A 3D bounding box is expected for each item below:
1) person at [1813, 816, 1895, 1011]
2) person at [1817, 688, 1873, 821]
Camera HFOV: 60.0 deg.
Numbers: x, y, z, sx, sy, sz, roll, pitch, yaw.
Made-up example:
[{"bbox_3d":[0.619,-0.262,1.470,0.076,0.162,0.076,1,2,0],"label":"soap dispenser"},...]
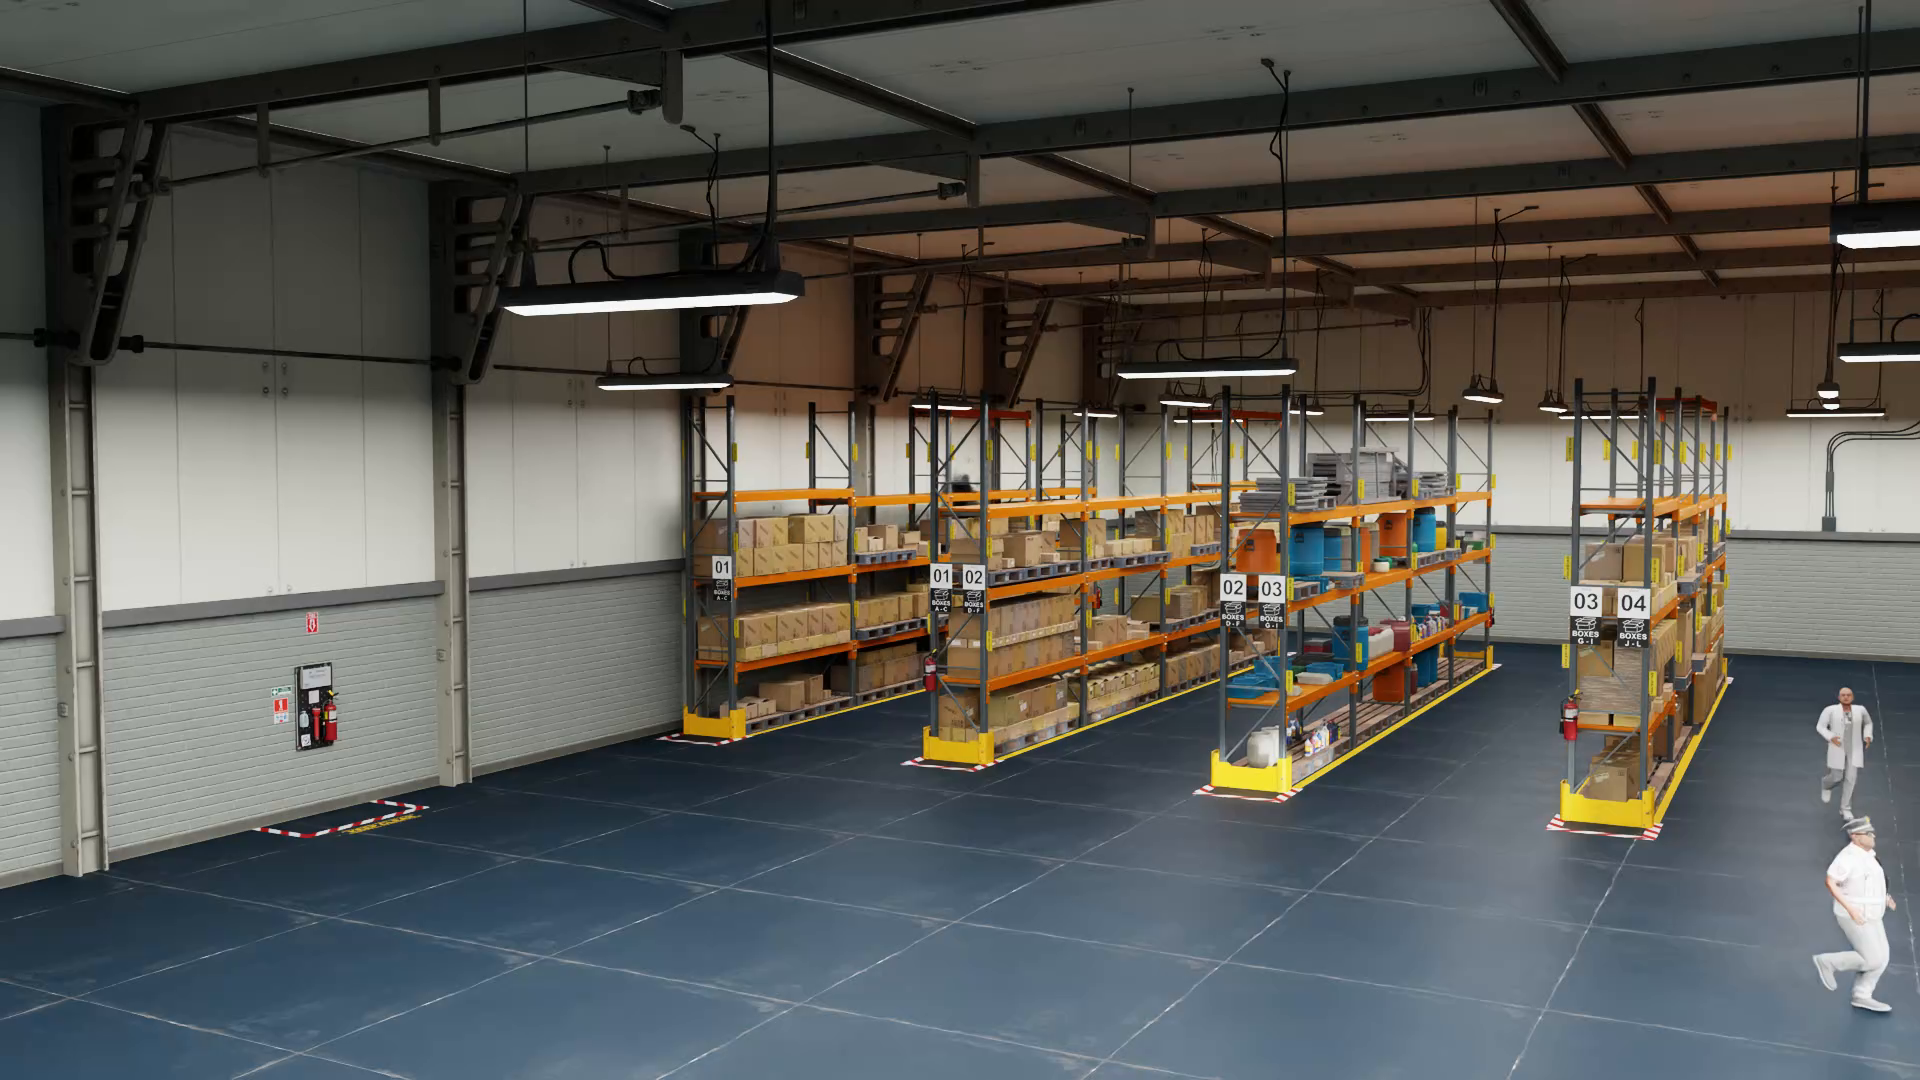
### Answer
[{"bbox_3d":[8.087,3.342,15.008,0.679,1.734,0.622,-3,4,-43],"label":"person"},{"bbox_3d":[12.240,2.921,23.007,0.718,1.777,0.921,1,3,17],"label":"person"}]
